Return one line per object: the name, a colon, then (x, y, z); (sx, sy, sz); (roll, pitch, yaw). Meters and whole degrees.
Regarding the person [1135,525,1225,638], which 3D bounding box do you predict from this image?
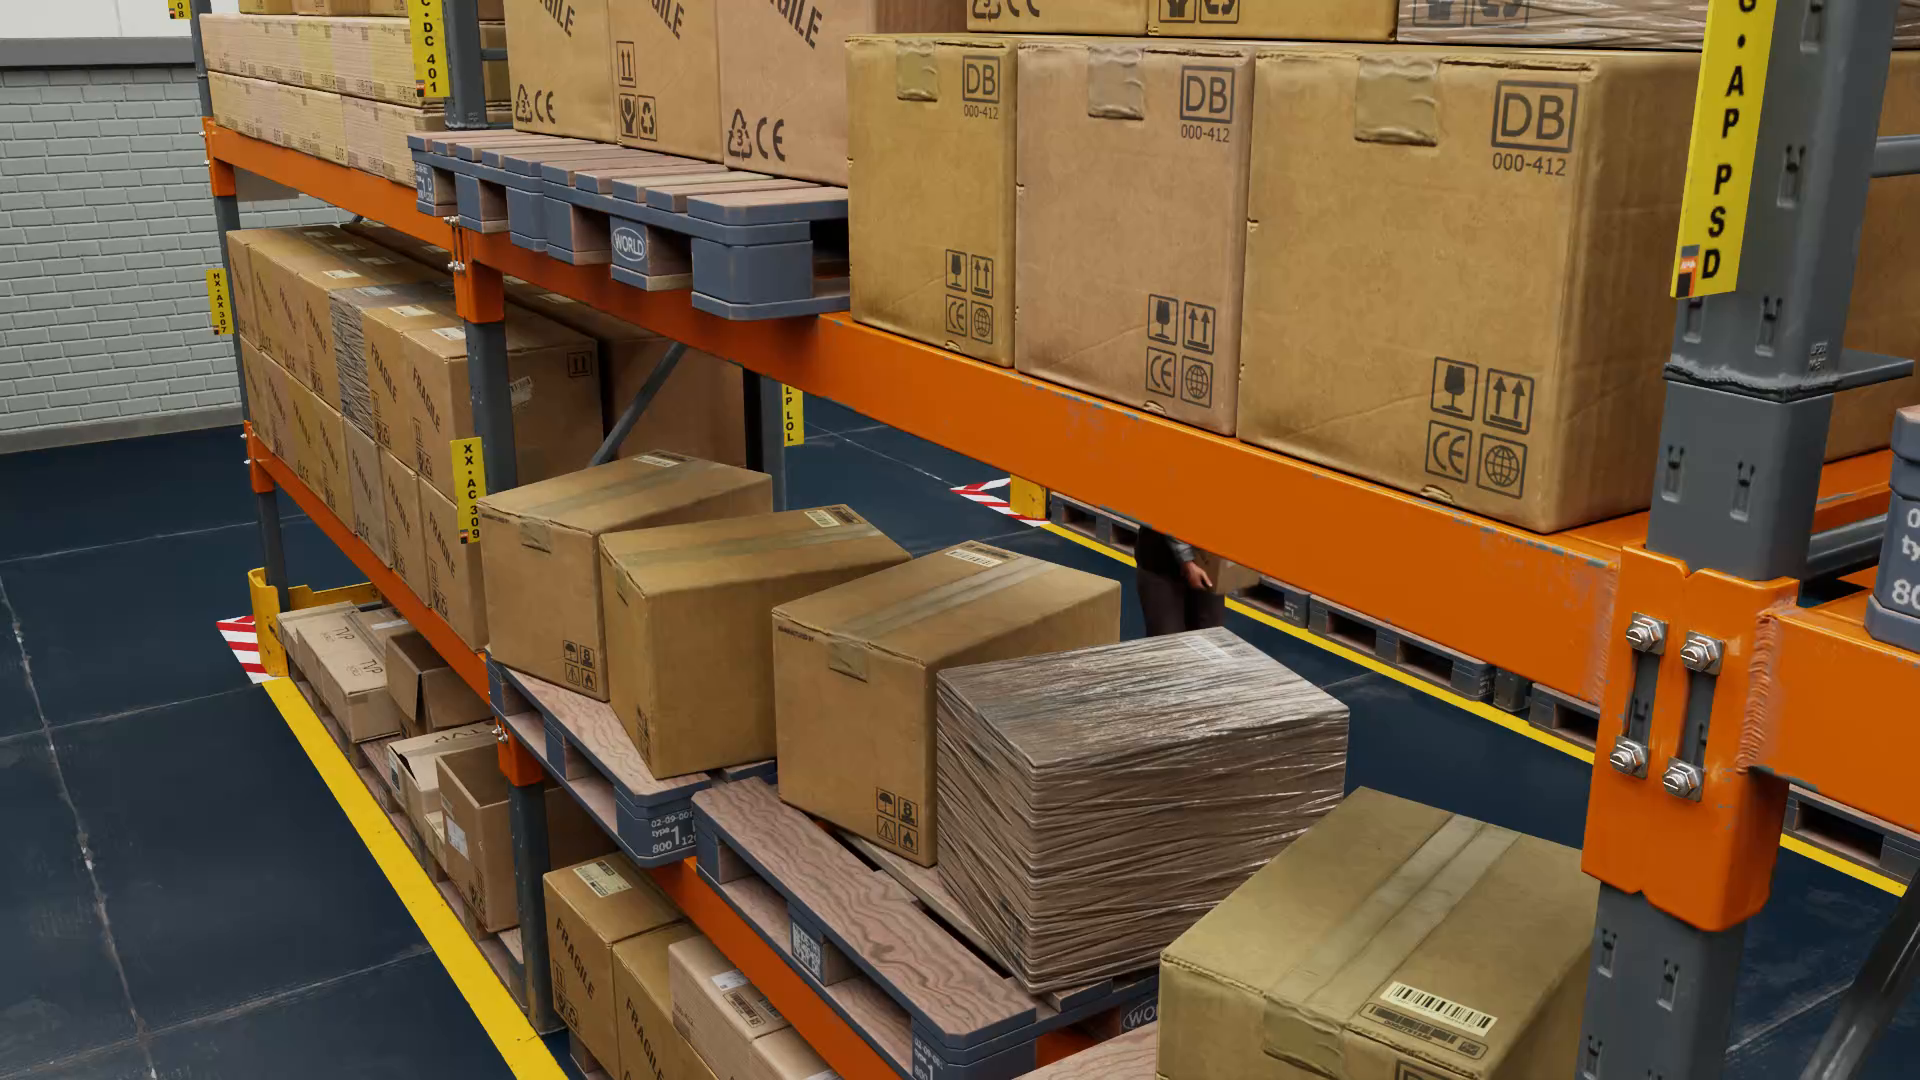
person: (1.080, 0.168, 7.590); (0.494, 1.711, 0.551); (-11, 21, -31)
